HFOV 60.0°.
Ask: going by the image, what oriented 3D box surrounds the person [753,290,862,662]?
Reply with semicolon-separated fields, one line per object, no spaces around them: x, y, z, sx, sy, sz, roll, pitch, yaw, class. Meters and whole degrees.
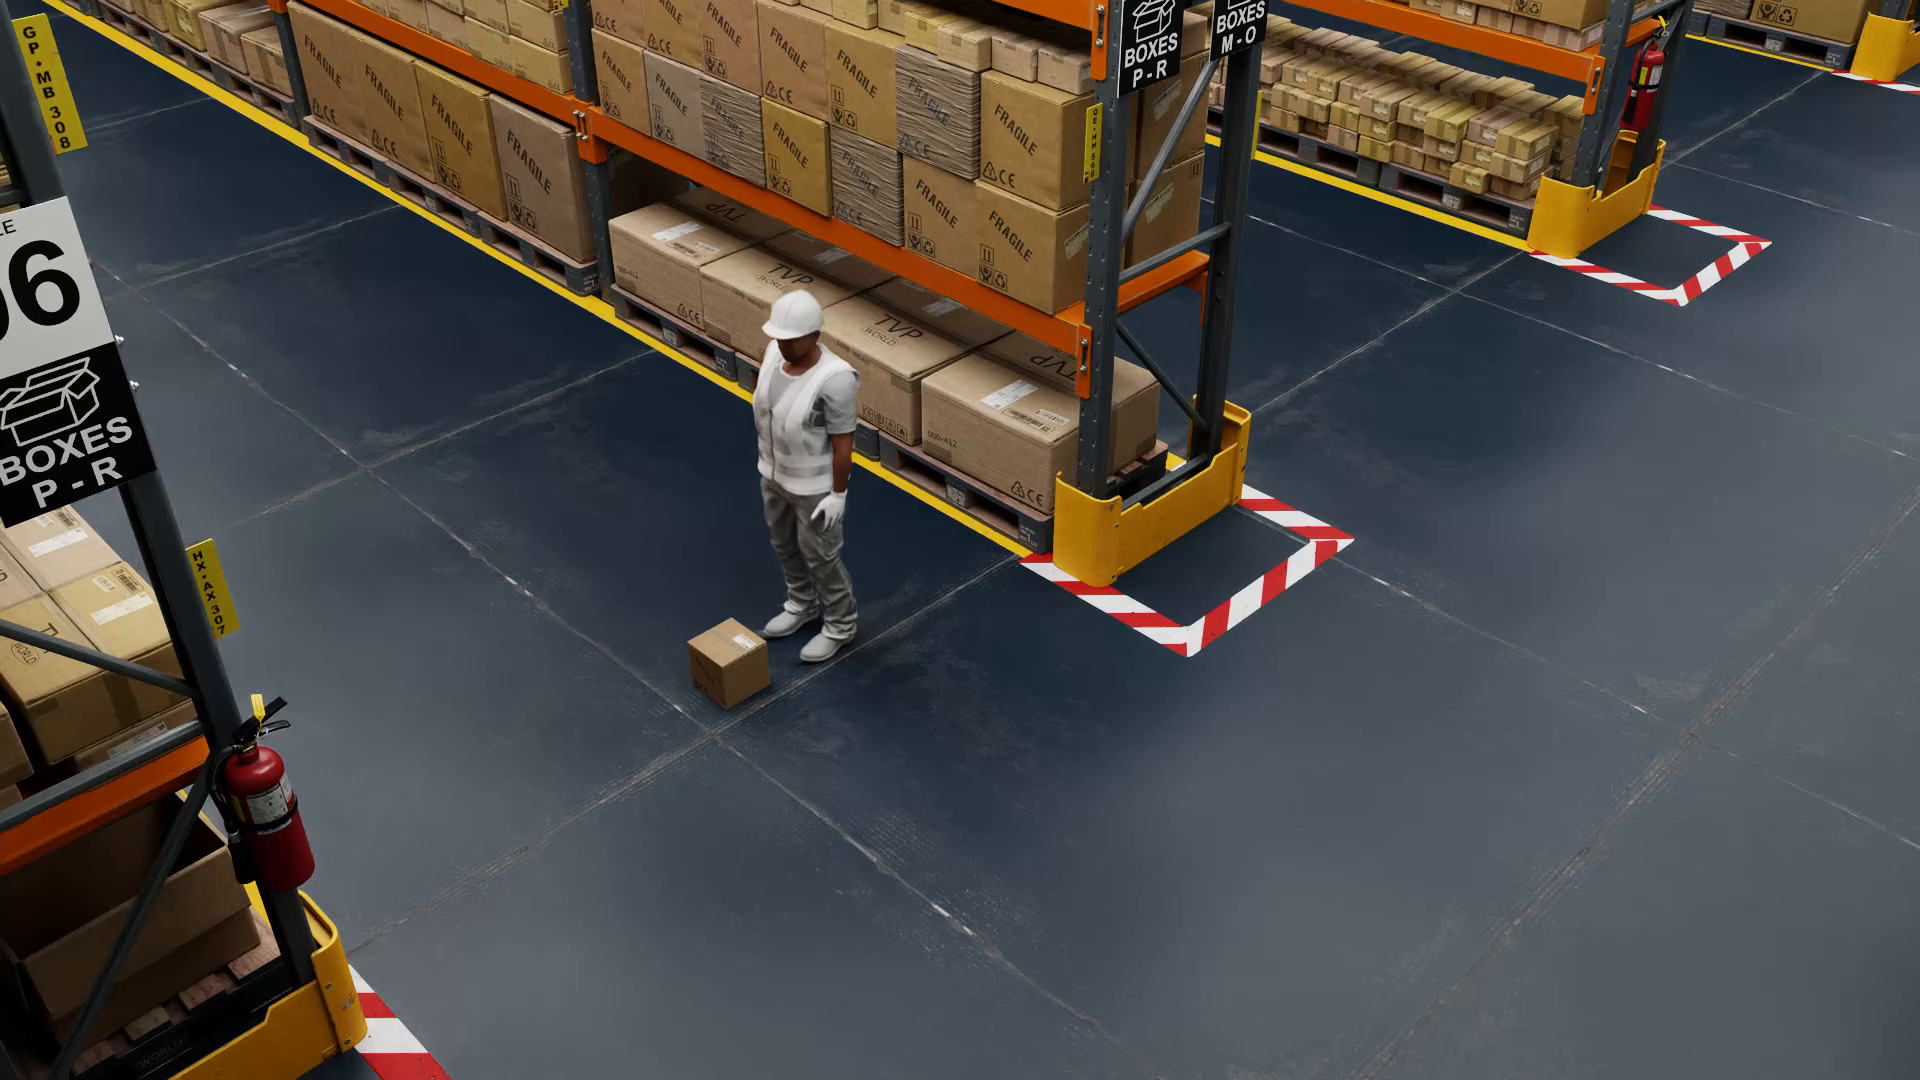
-0.670;-0.273;7.241;0.359;1.778;0.547;-29;44;-35;person
